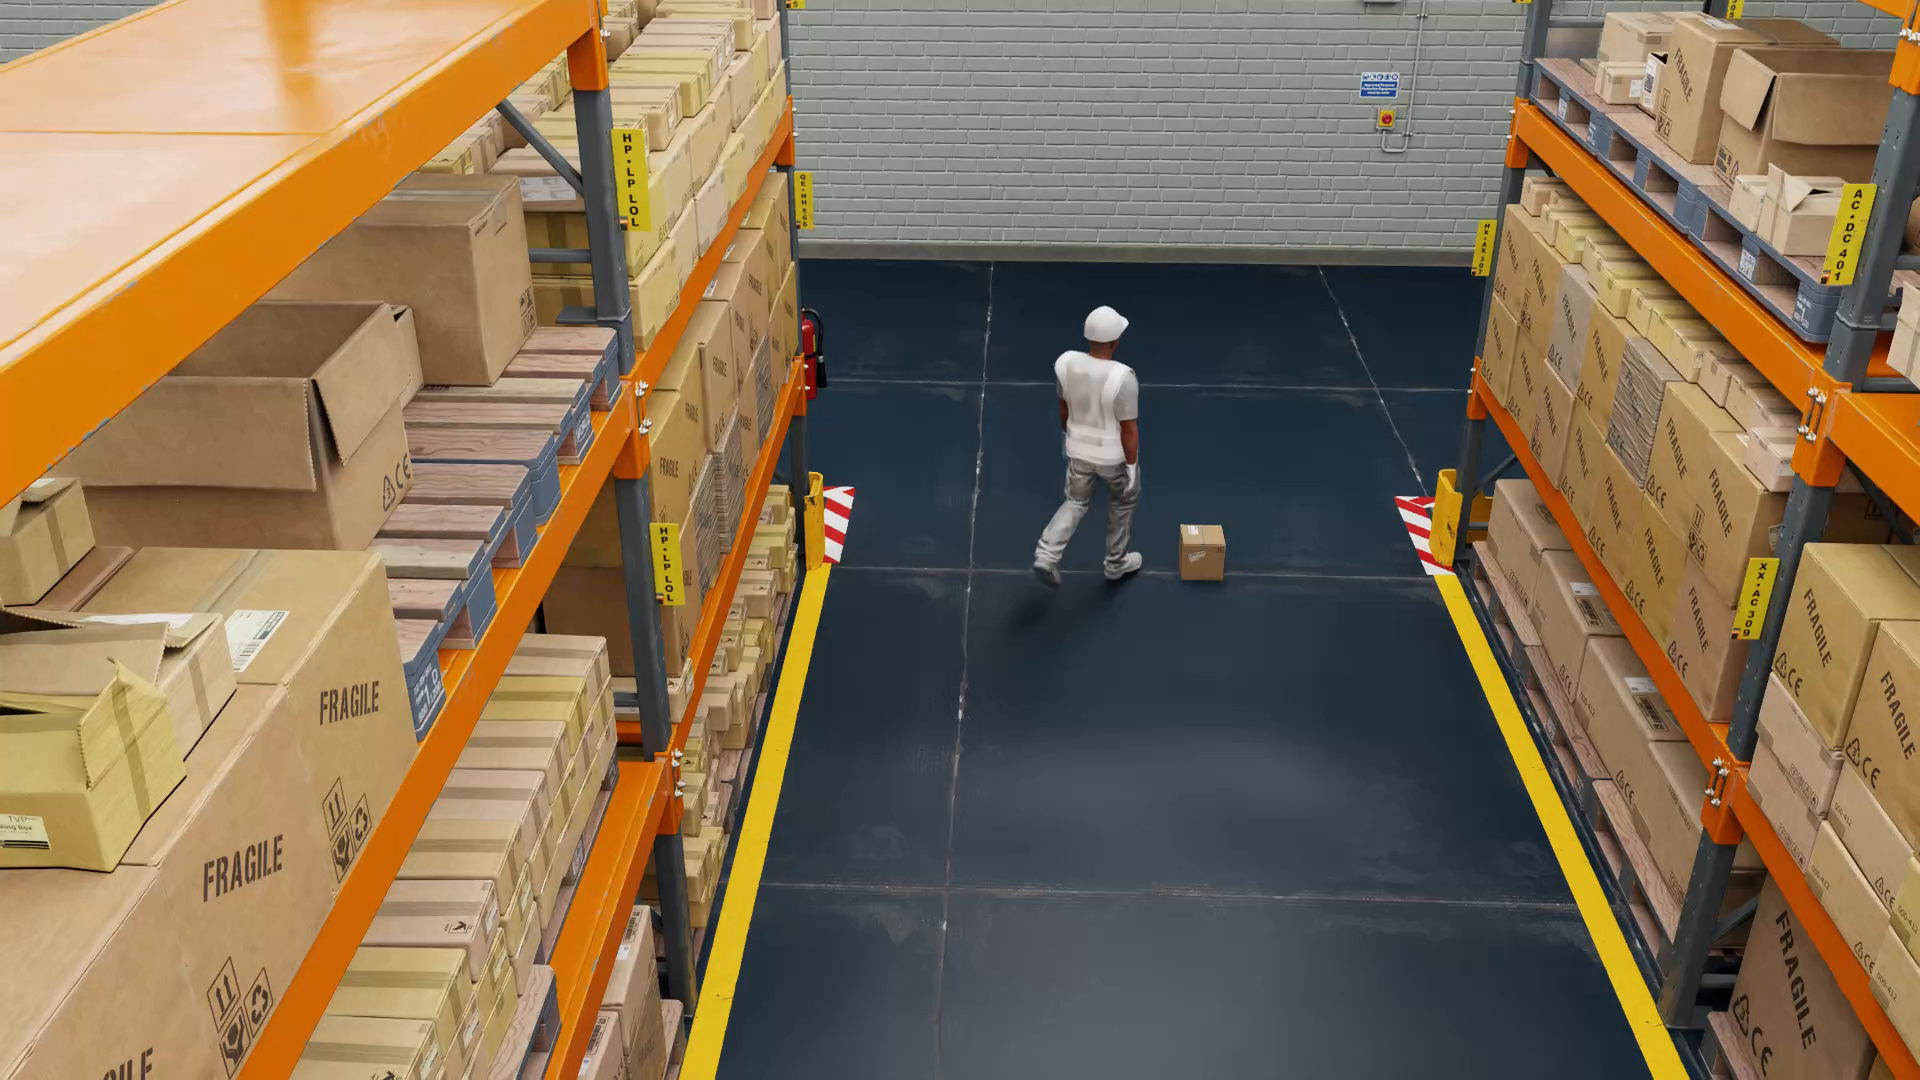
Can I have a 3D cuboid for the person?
[{"bbox_3d":[0.785,-0.509,9.552,0.577,1.762,0.846,18,33,31],"label":"person"}]
